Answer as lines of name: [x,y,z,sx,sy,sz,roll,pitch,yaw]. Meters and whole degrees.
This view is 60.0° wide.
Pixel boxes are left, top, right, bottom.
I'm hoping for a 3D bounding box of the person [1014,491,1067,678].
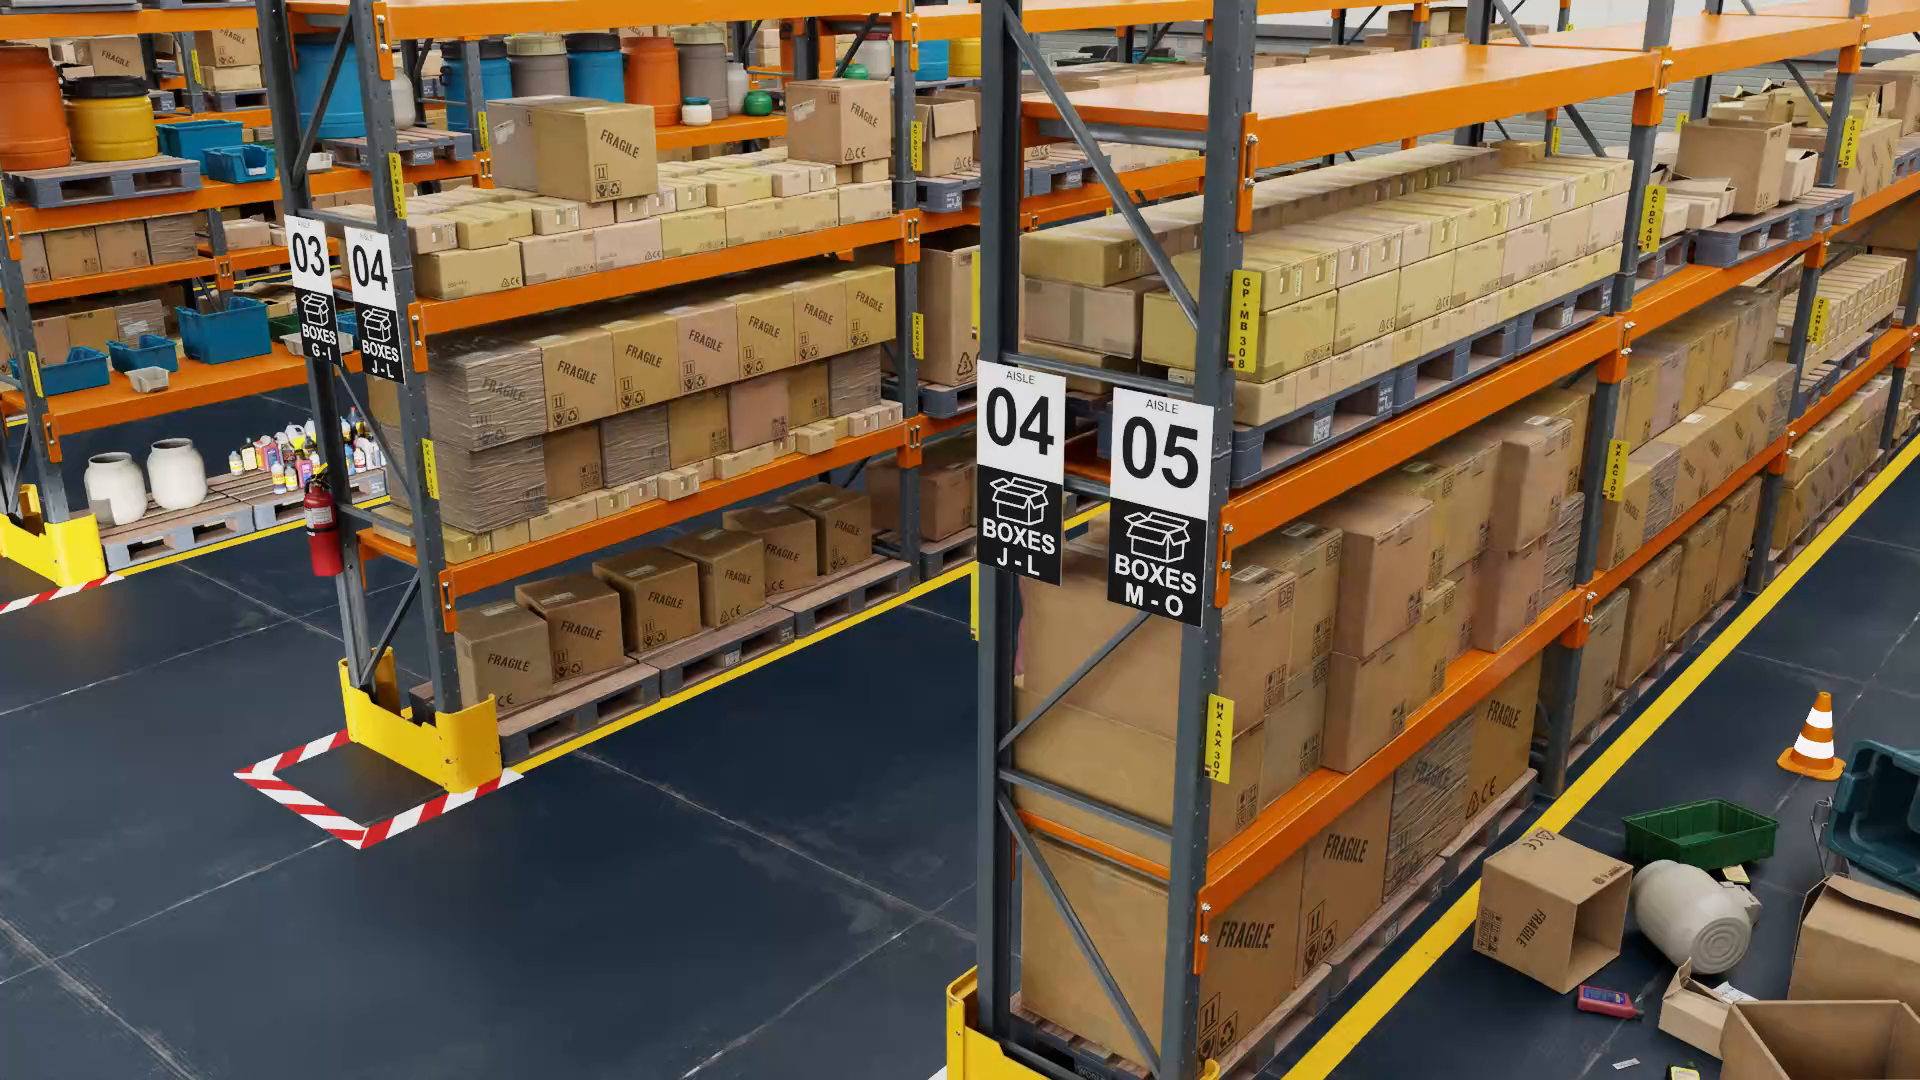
person: [0.549,0.131,10.729,0.360,1.668,0.496,15,25,36]
